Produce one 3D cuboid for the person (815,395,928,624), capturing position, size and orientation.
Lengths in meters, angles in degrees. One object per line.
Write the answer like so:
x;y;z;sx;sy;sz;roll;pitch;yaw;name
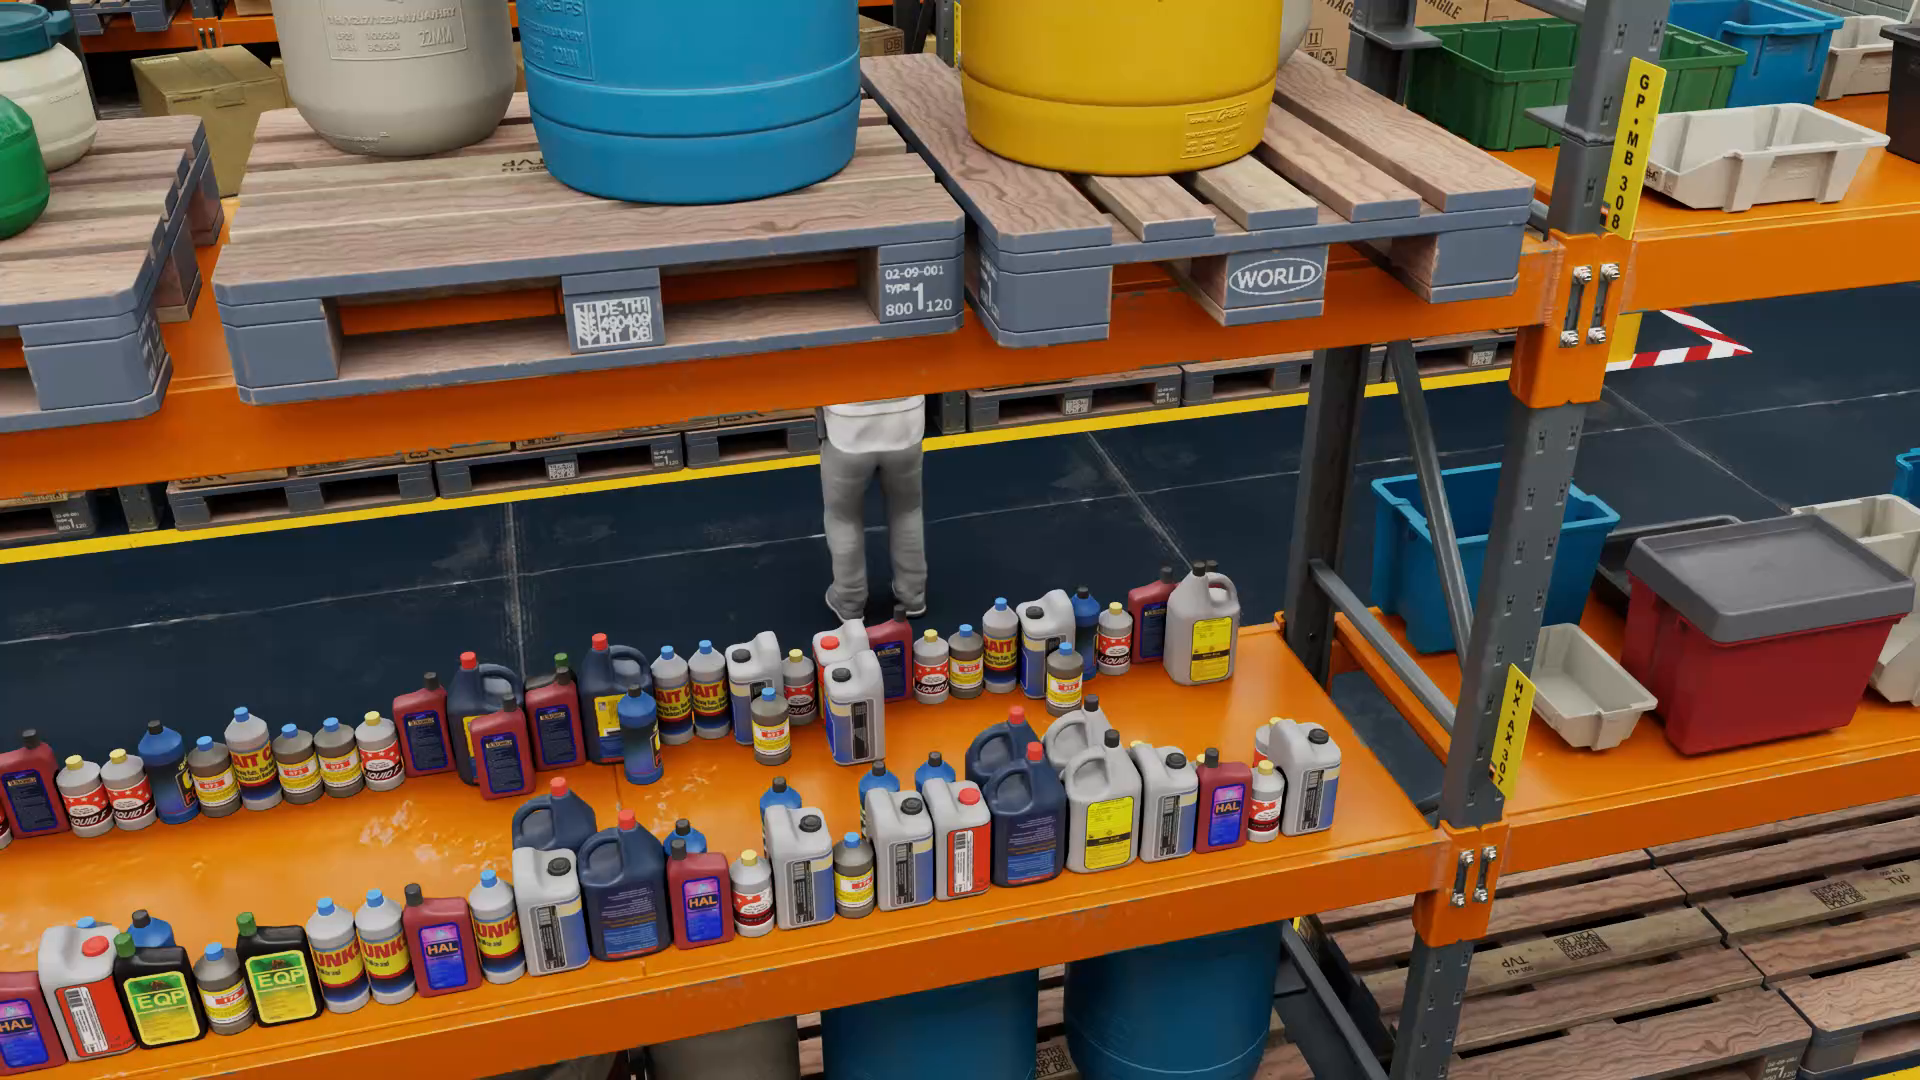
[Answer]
-0.392;-0.487;6.940;0.521;1.770;0.545;-8;31;-14;person
